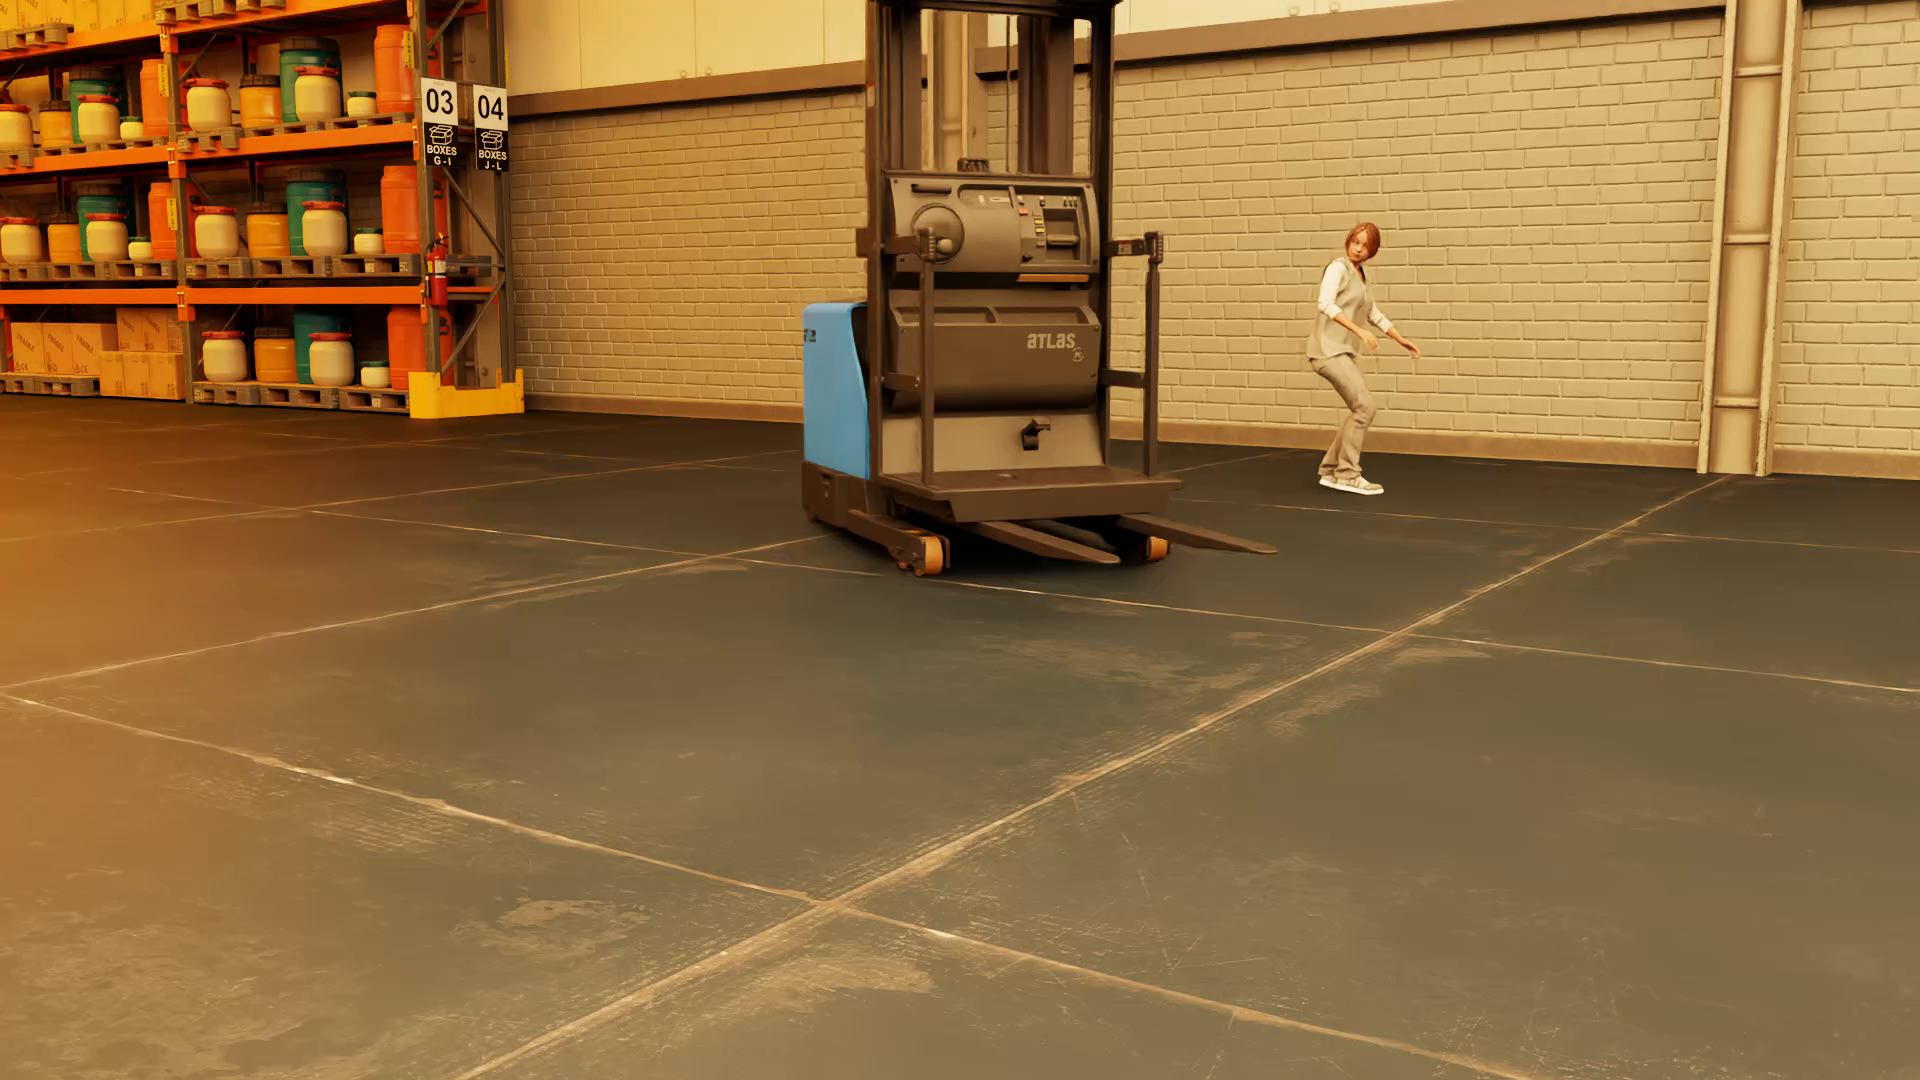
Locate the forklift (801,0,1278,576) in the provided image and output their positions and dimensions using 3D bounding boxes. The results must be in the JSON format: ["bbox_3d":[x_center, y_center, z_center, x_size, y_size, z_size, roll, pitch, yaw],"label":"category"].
[{"bbox_3d":[0.233,-1.371,6.836,1.130,2.935,3.031,-3,9,-21],"label":"forklift"}]

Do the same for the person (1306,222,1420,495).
[{"bbox_3d":[2.269,-1.013,9.436,0.570,1.549,0.657,4,9,28],"label":"person"}]
